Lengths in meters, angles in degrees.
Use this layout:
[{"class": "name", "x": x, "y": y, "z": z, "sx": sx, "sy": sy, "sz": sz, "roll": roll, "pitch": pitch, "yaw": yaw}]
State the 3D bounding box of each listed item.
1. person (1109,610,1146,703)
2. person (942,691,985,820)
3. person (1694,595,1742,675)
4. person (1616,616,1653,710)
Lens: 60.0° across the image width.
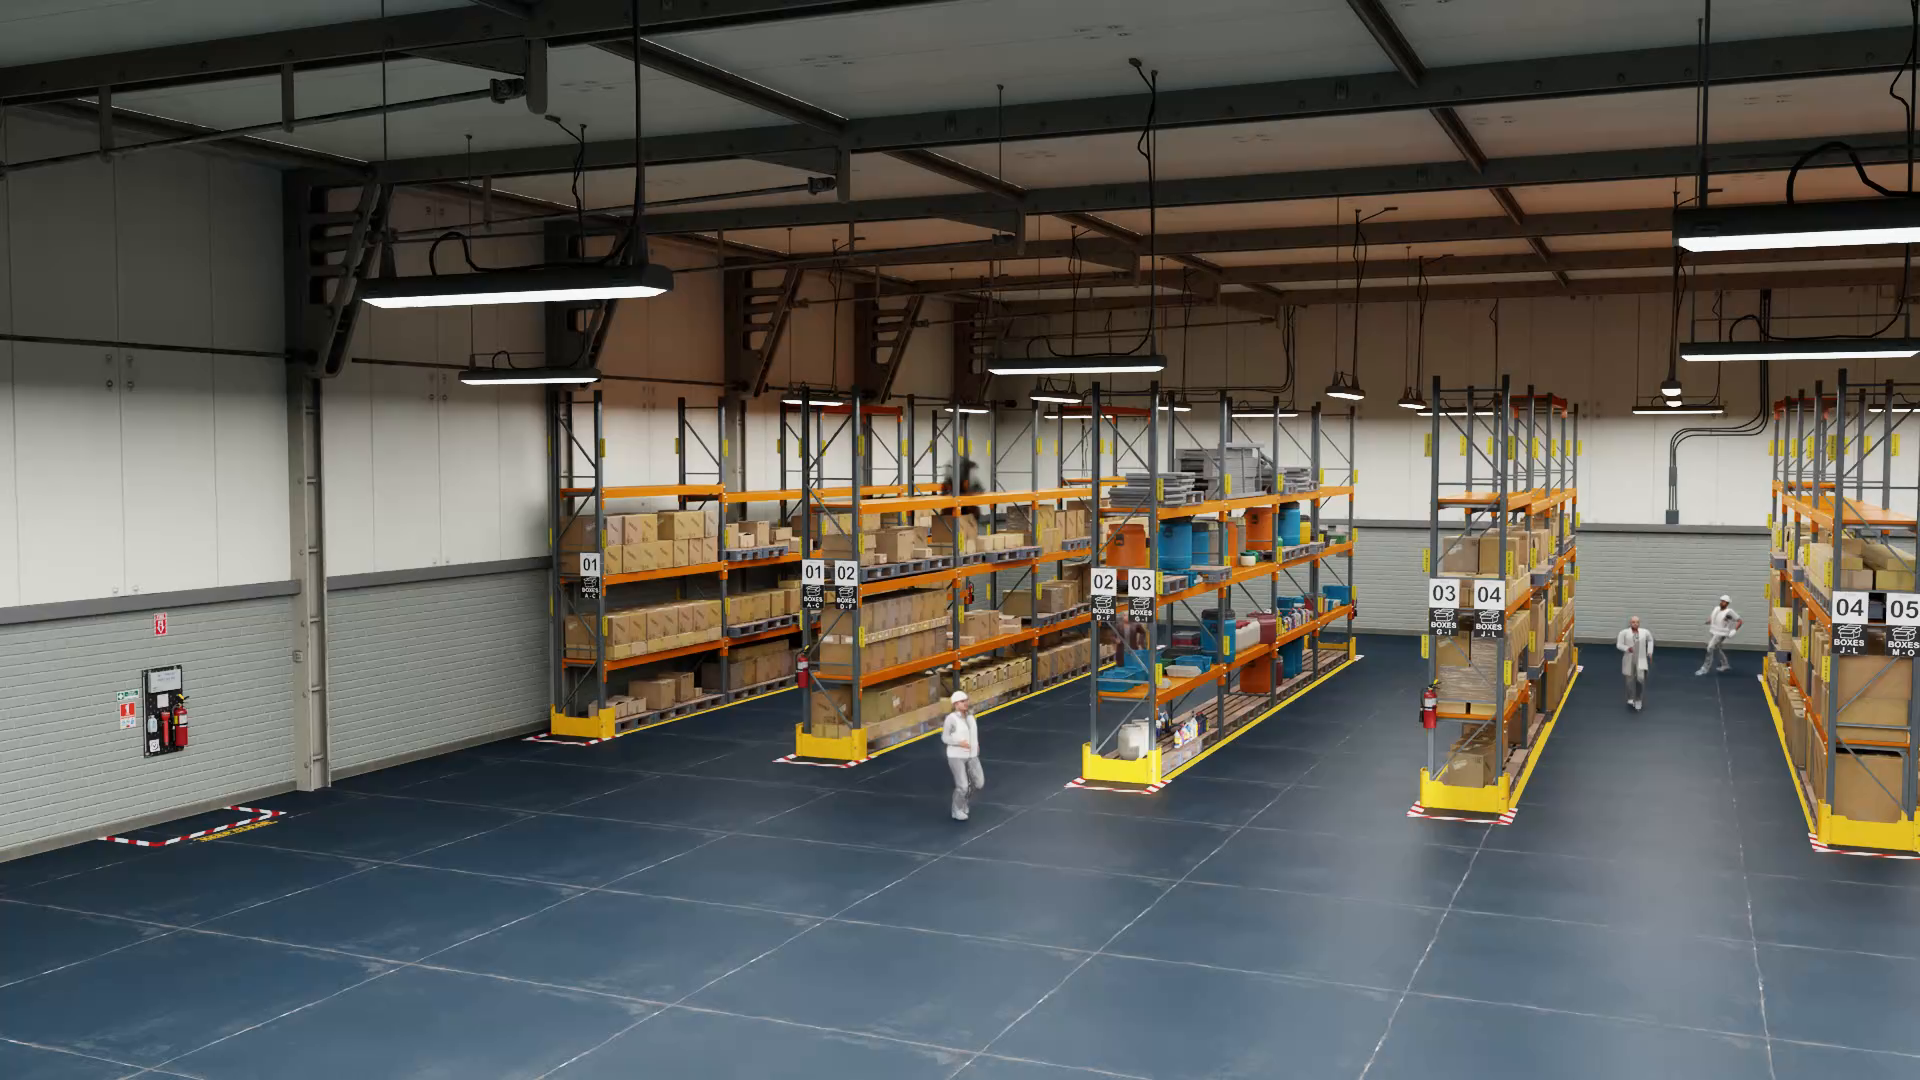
[{"class": "person", "x": 3.294, "y": 2.402, "z": 32.955, "sx": 0.686, "sy": 1.636, "sz": 0.856, "roll": 1, "pitch": 3, "yaw": 15}, {"class": "person", "x": 0.083, "y": 2.894, "z": 22.318, "sx": 0.650, "sy": 1.726, "sz": 0.578, "roll": -3, "pitch": 4, "yaw": -39}, {"class": "person", "x": 16.649, "y": 2.088, "z": 36.581, "sx": 0.912, "sy": 1.765, "sz": 0.734, "roll": 0, "pitch": 3, "yaw": -7}, {"class": "person", "x": 12.937, "y": 2.361, "z": 31.891, "sx": 0.668, "sy": 1.807, "sz": 0.878, "roll": 1, "pitch": 3, "yaw": 20}]
